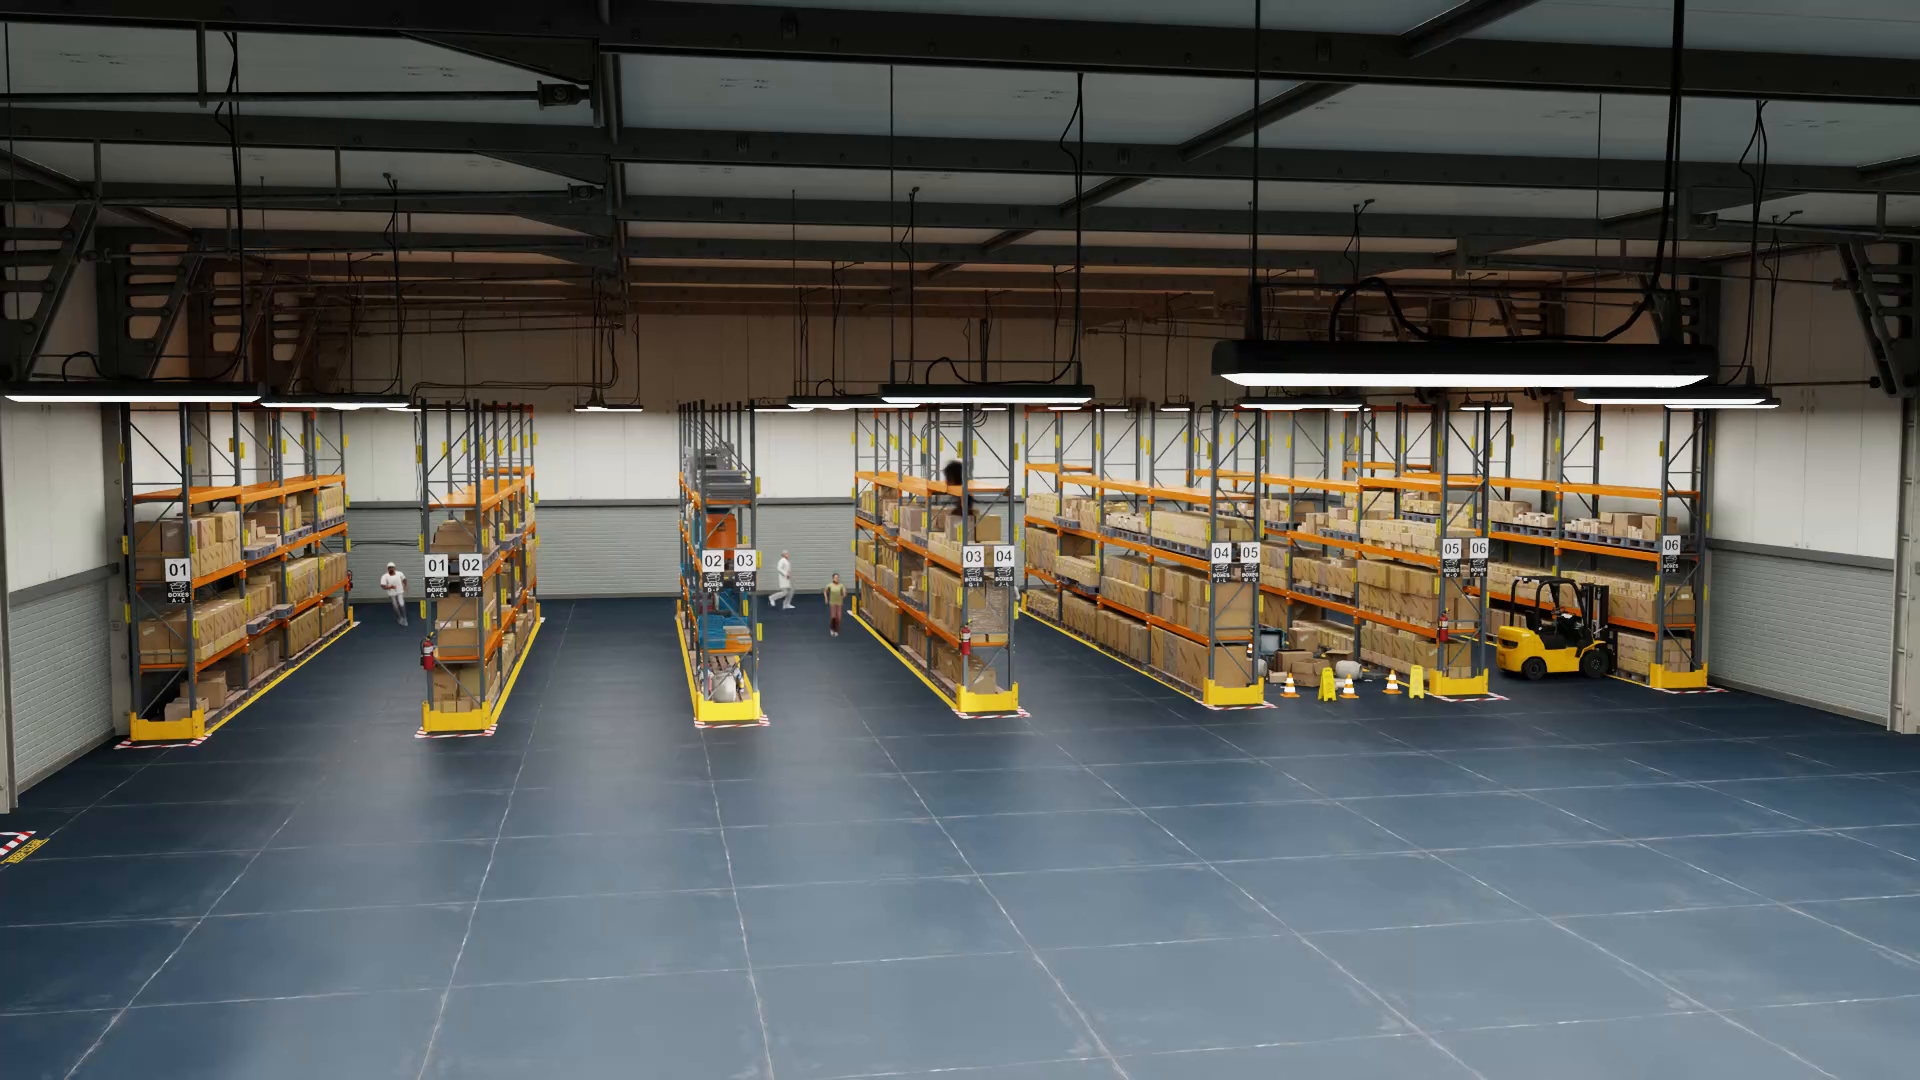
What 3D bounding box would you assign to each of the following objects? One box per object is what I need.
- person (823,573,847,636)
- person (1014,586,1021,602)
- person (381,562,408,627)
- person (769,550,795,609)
[{"bbox_3d":[-3.187,1.668,42.680,0.565,1.631,0.607,-1,4,-13],"label":"person"},{"bbox_3d":[1.366,1.708,44.207,0.544,1.389,1.048,1,4,9],"label":"person"},{"bbox_3d":[-15.261,1.473,44.901,0.699,1.758,0.687,-2,5,-23],"label":"person"},{"bbox_3d":[-5.232,1.171,49.088,0.792,1.727,0.751,0,4,5],"label":"person"}]
